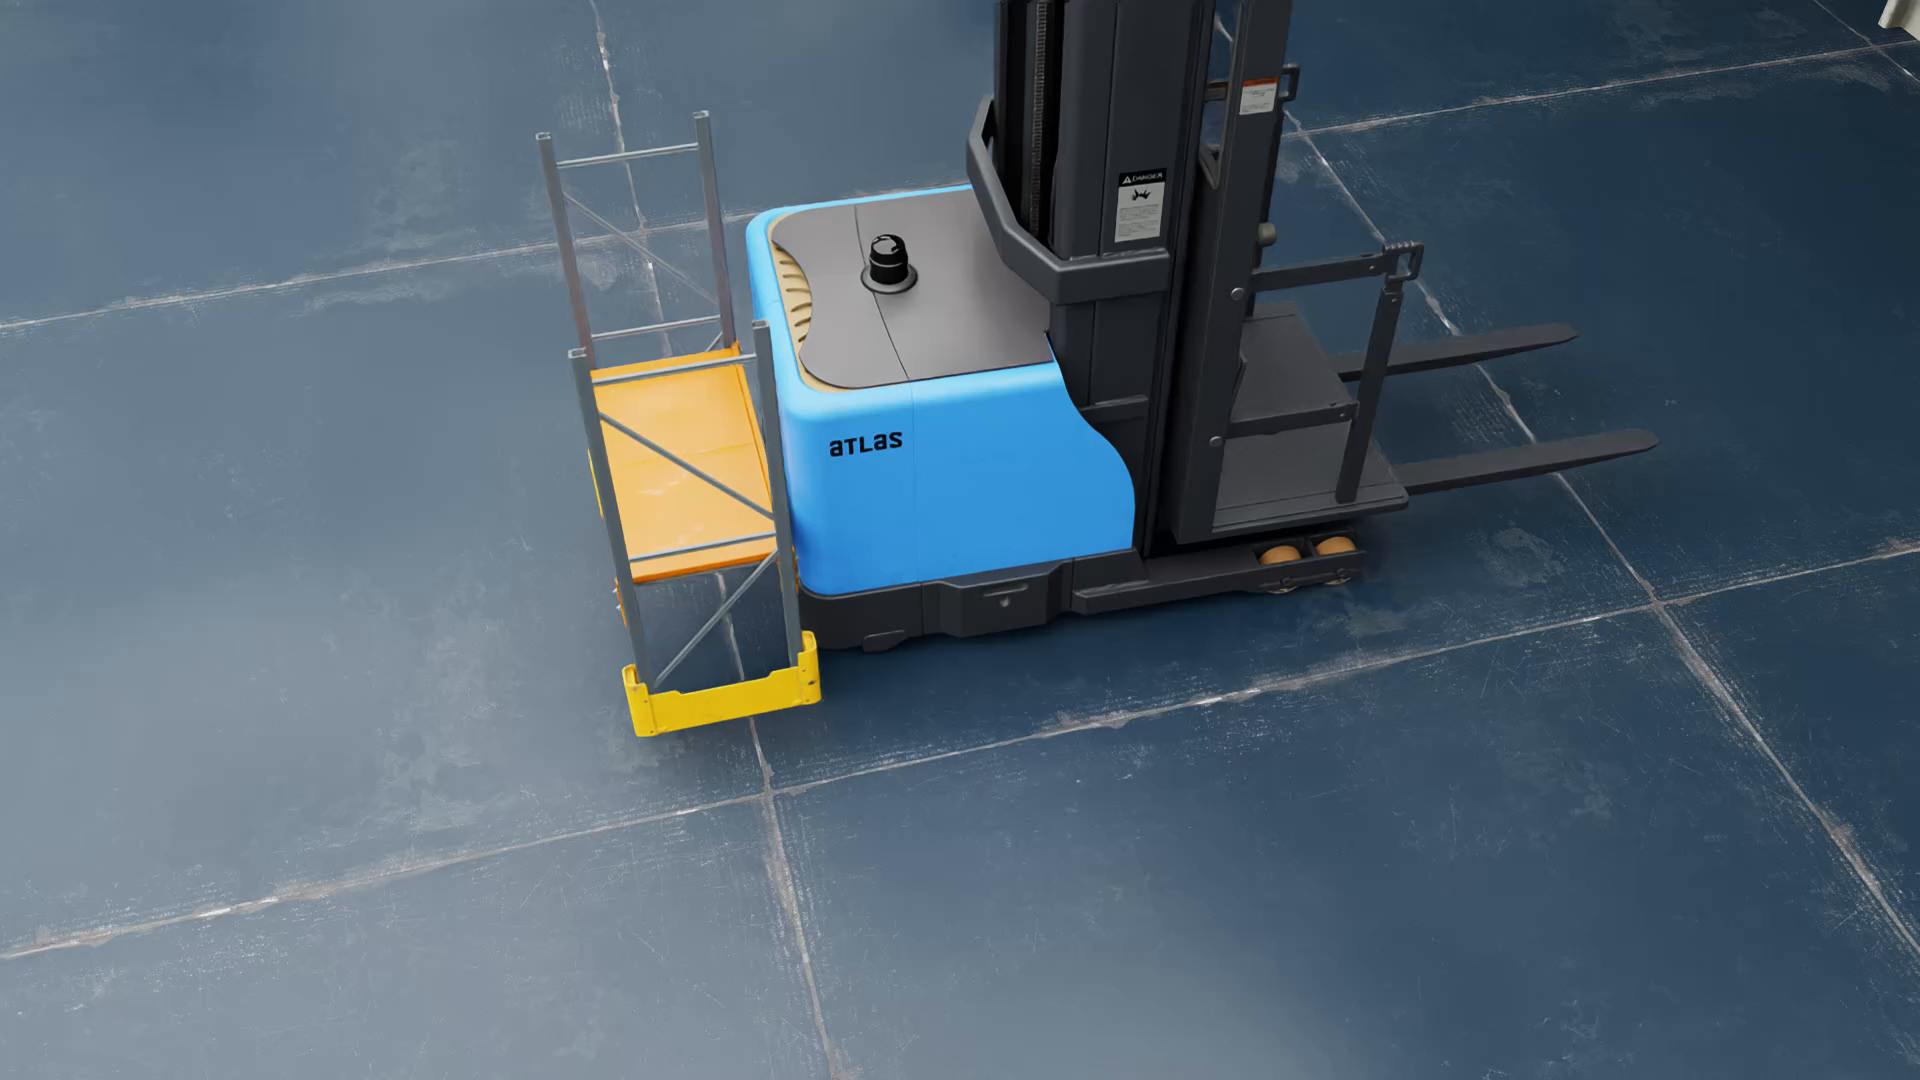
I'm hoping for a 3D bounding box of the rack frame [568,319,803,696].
[{"bbox_3d":[-0.723,0.022,4.678,0.500,1.500,0.032,-11,47,-10],"label":"rack frame"}]

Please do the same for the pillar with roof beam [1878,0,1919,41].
[{"bbox_3d":[0.600,-4.826,4.179,9.100,9.000,0.400,-11,47,-10],"label":"pillar with roof beam"}]

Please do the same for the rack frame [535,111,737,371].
[{"bbox_3d":[-0.980,-0.681,5.367,0.500,1.500,0.032,-11,47,-10],"label":"rack frame"}]

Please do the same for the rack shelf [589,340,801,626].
[{"bbox_3d":[-0.851,-0.204,5.151,0.538,0.185,1.000,-11,47,-10],"label":"rack shelf"}]

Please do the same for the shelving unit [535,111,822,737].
[{"bbox_3d":[-0.854,-0.336,5.029,0.587,1.500,1.083,-11,47,-10],"label":"shelving unit"}]

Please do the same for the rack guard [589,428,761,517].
[{"bbox_3d":[-0.979,-0.242,5.813,0.587,0.250,0.087,-11,47,-10],"label":"rack guard"}]

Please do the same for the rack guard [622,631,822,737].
[{"bbox_3d":[-0.728,0.446,5.138,0.587,0.250,0.087,-11,47,-10],"label":"rack guard"}]

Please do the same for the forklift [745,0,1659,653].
[{"bbox_3d":[0.879,-1.208,4.882,3.031,2.935,1.130,-9,46,-9],"label":"forklift"}]
